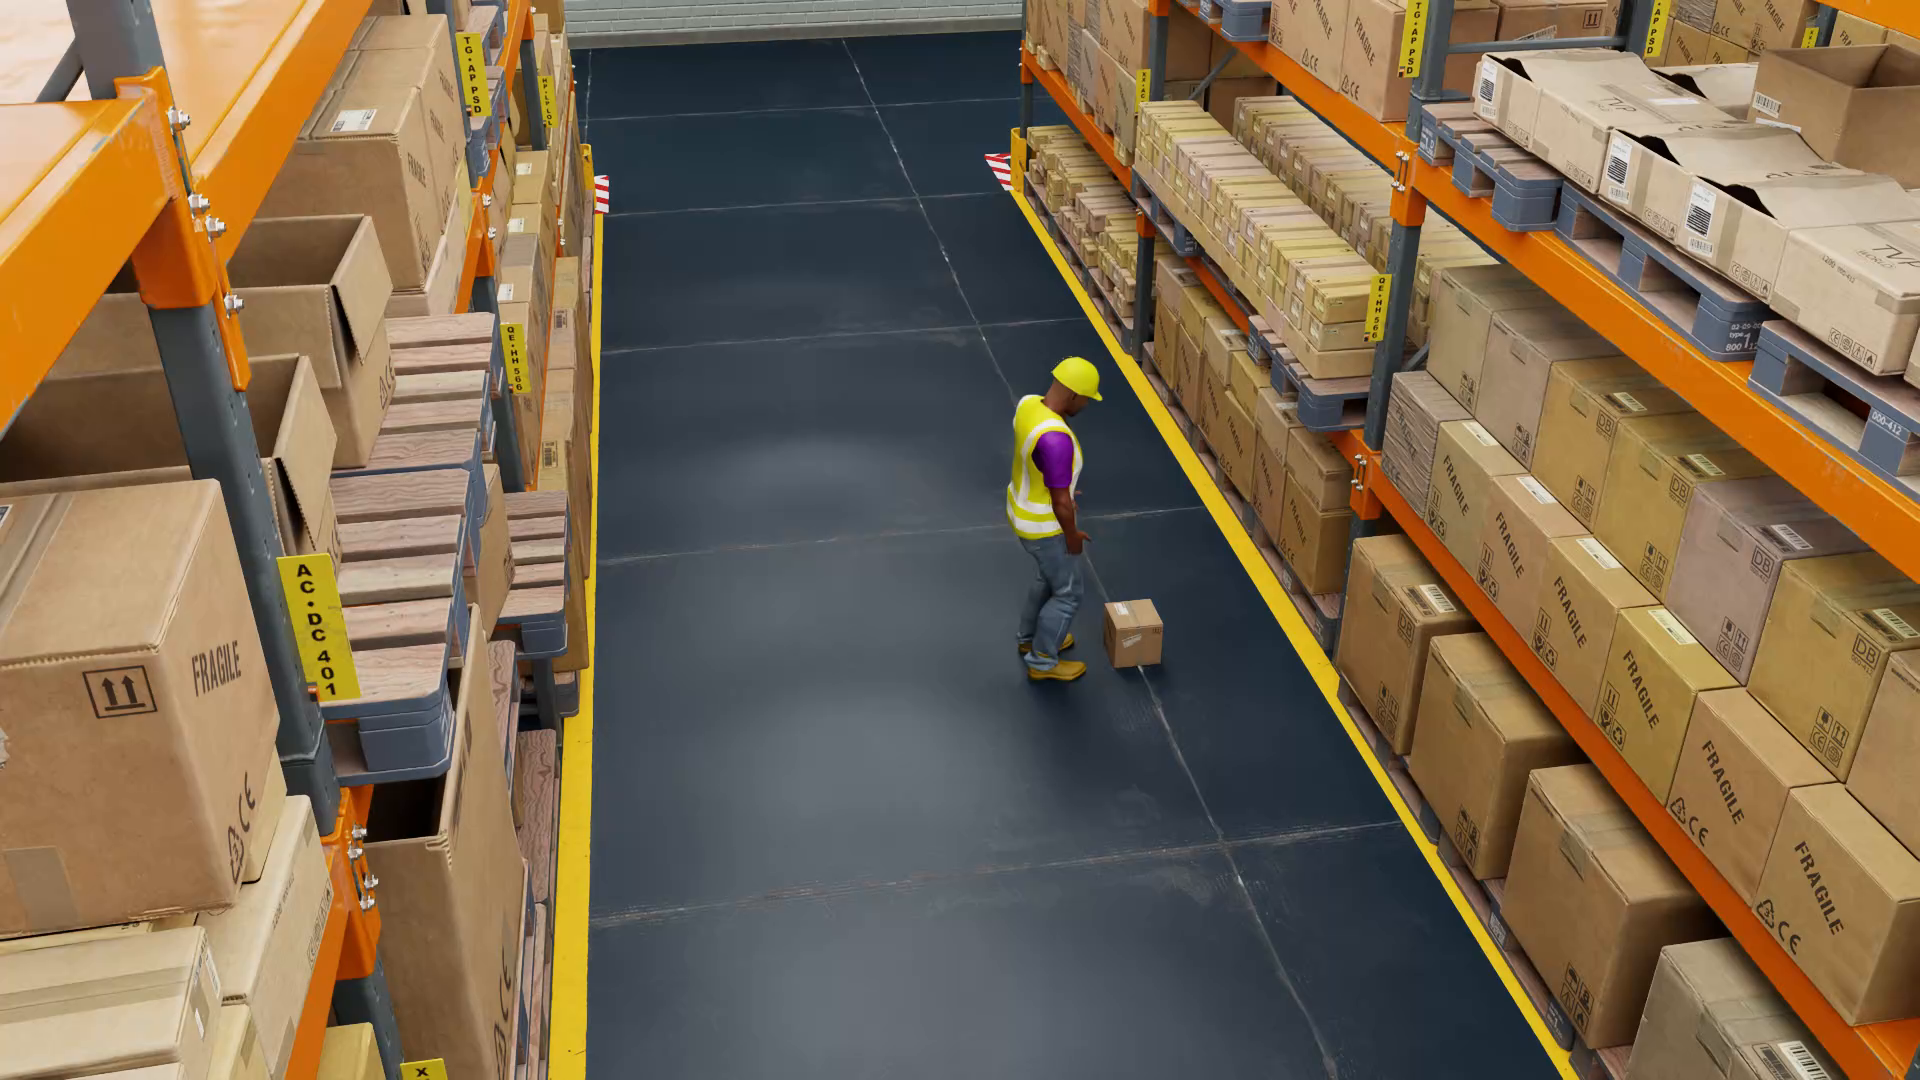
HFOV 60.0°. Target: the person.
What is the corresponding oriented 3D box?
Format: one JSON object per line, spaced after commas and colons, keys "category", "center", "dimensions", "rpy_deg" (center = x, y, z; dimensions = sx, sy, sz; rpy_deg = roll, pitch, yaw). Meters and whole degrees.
{"category": "person", "center": [0.467, -0.119, 8.366], "dimensions": [0.453, 1.718, 0.591], "rpy_deg": [-5, 31, -8]}
